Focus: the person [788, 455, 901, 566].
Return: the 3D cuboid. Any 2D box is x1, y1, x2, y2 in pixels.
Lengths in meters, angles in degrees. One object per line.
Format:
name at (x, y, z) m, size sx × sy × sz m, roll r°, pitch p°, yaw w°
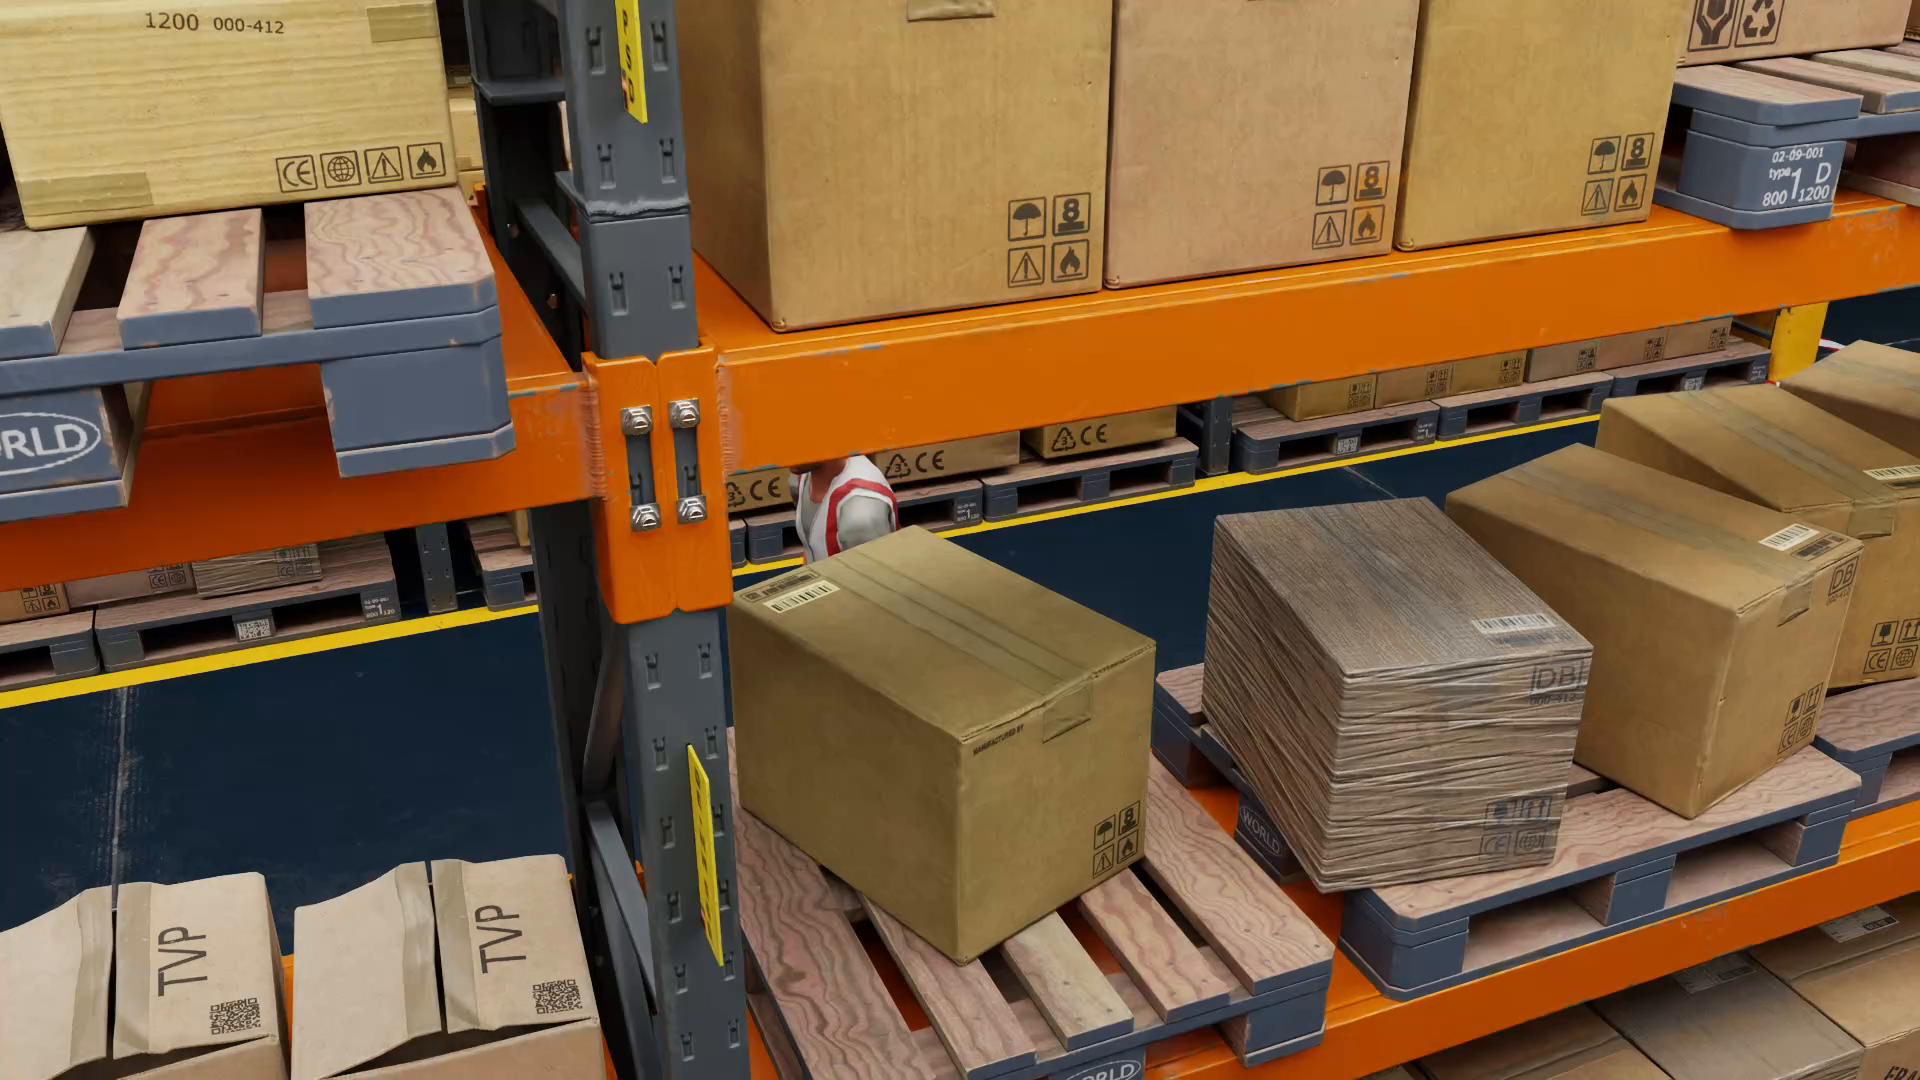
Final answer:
person at (-0.406, 0.307, 5.458) m, size 0.452 × 1.778 × 0.613 m, roll -12°, pitch 28°, yaw -24°
